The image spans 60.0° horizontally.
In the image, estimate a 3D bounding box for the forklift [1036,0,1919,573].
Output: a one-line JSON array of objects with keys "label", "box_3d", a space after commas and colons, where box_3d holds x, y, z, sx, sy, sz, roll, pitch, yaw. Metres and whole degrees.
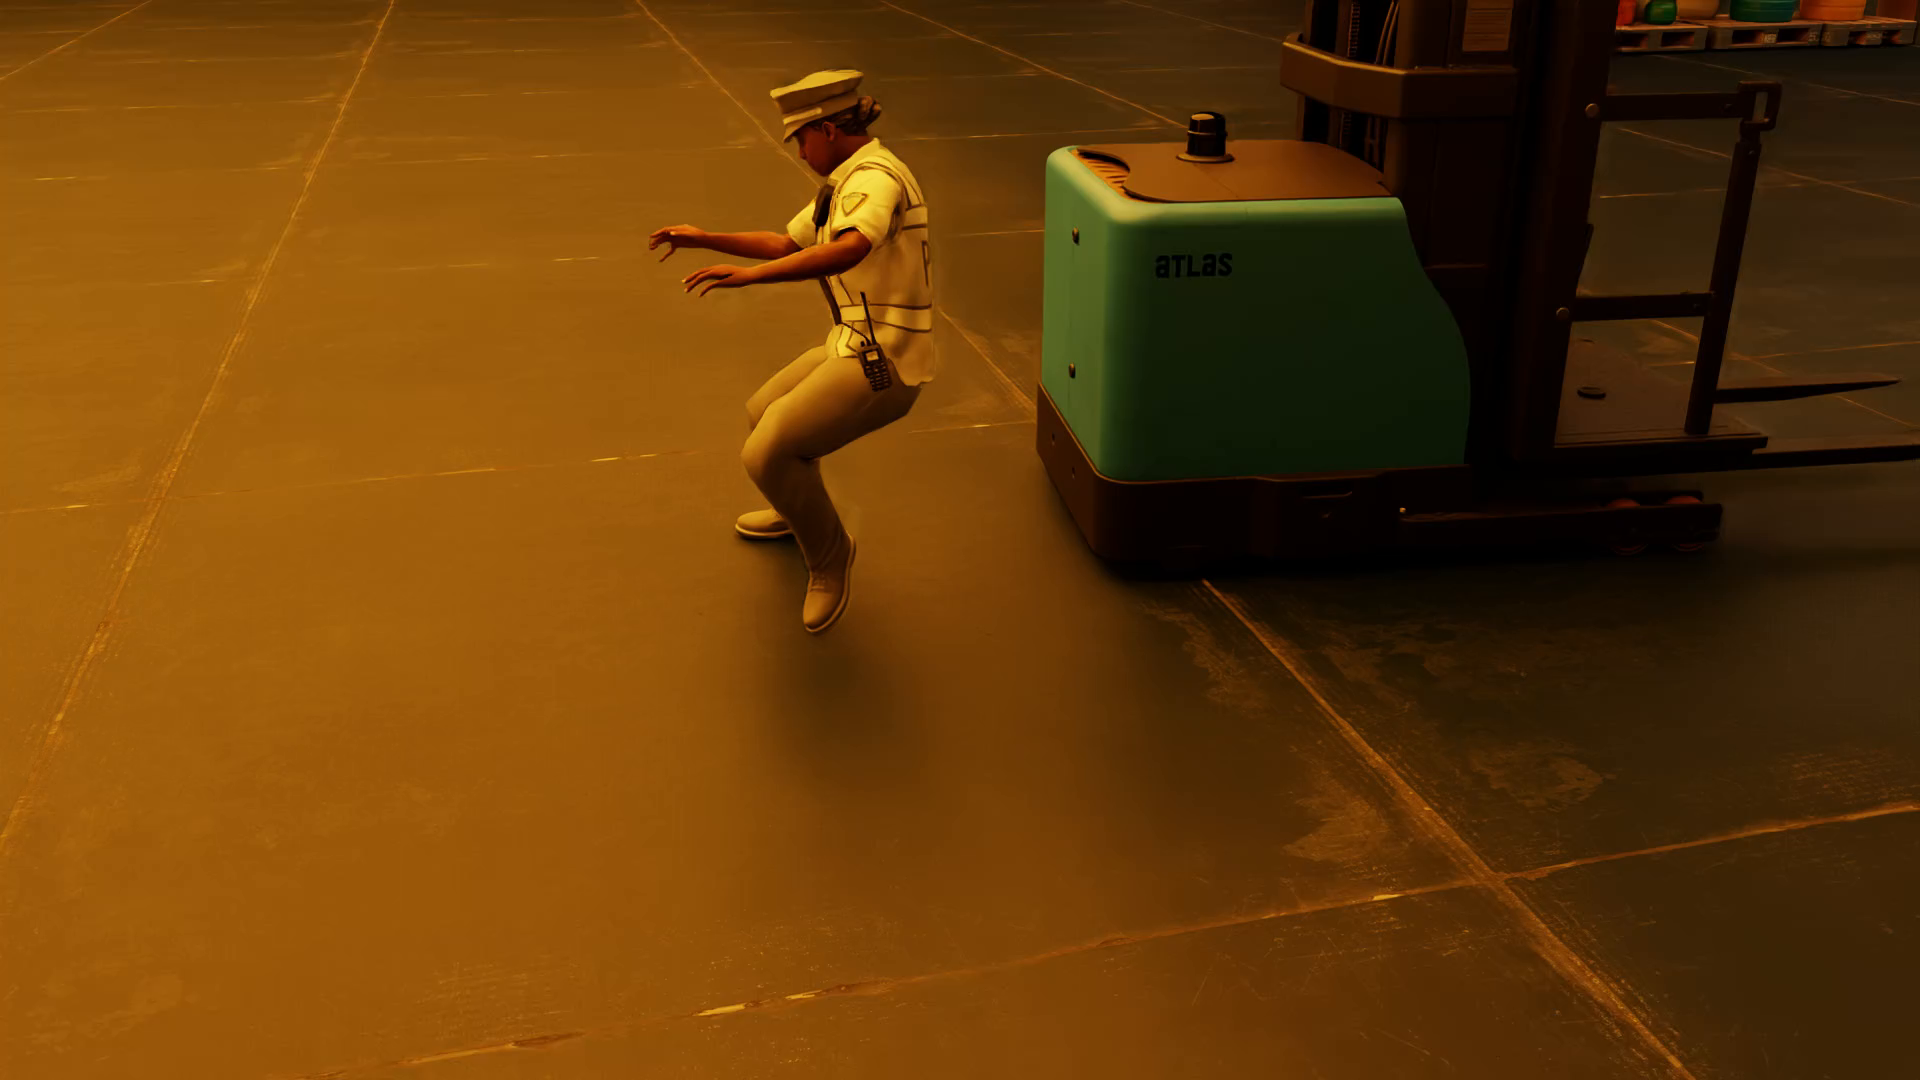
[{"label": "forklift", "box_3d": [1.818, -1.504, 4.845, 3.031, 2.935, 1.130, -3, 23, -8]}]

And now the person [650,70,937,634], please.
[{"label": "person", "box_3d": [-0.444, -0.523, 4.464, 0.749, 1.415, 0.916, -2, 23, -5]}]
